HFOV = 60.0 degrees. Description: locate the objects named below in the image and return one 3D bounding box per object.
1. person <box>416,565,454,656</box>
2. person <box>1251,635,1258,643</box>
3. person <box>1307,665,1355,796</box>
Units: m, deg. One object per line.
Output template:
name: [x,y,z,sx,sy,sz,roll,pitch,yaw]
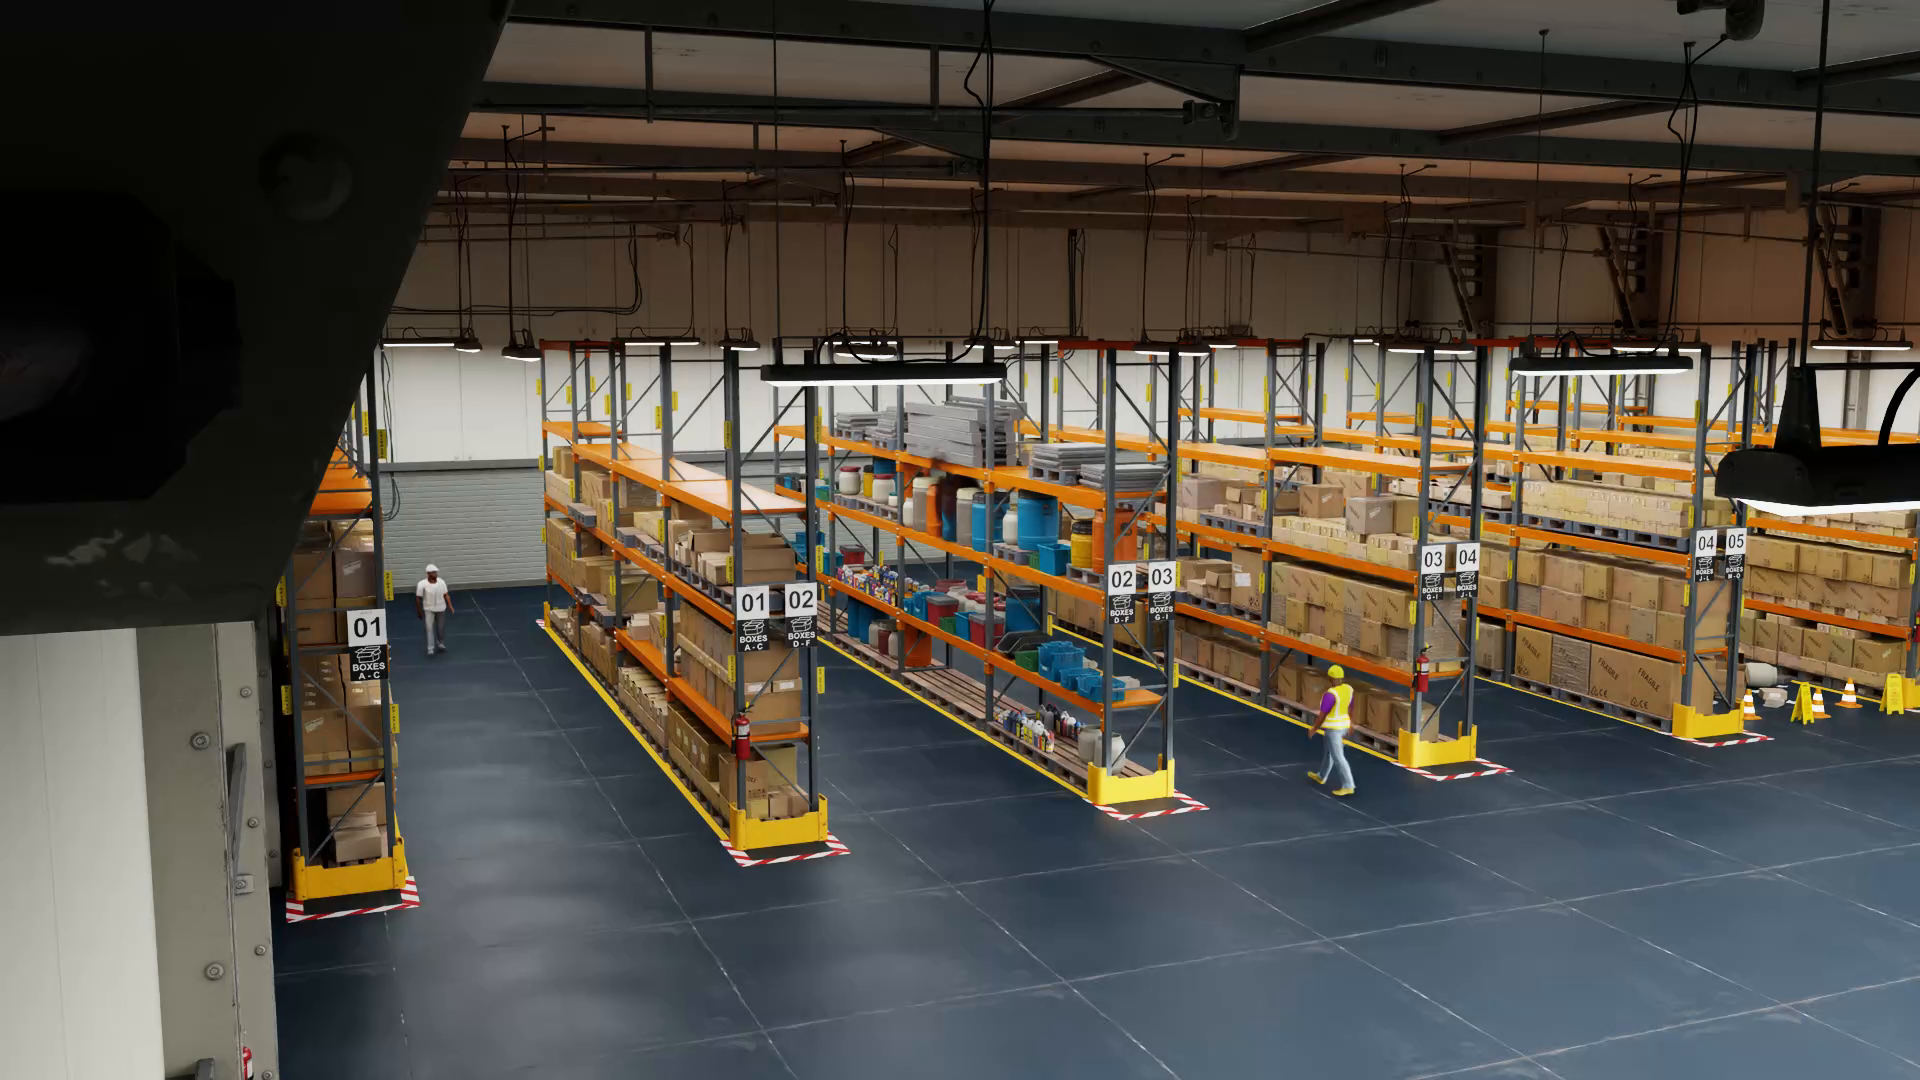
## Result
person: [-10.058,1.328,31.875,0.687,1.719,1.050,-2,8,-17]
person: [5.793,1.365,32.221,0.550,1.732,0.458,2,8,16]
person: [5.050,2.544,22.608,0.915,1.740,0.734,7,10,42]
